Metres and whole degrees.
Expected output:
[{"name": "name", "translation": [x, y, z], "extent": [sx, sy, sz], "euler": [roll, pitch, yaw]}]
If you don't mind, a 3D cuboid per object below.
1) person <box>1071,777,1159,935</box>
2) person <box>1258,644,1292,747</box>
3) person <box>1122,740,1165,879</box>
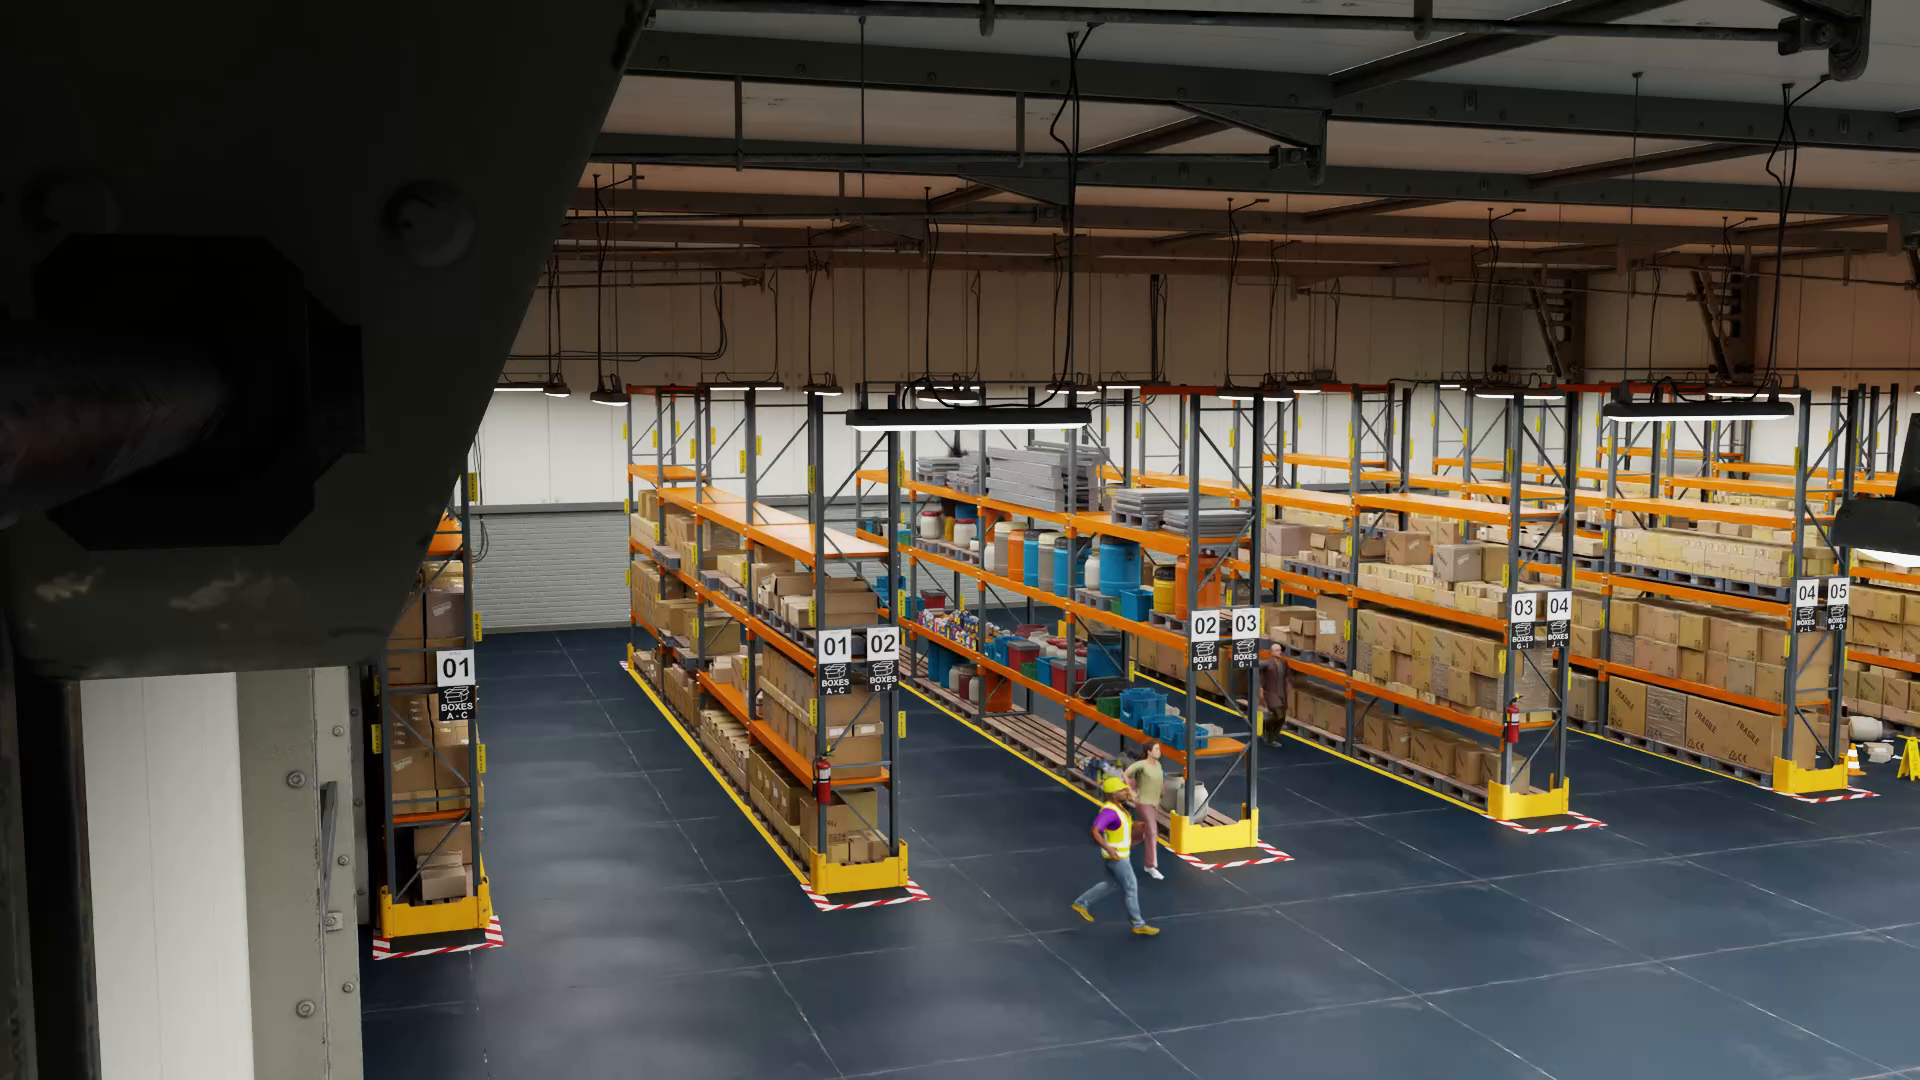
[{"name": "person", "translation": [1.741, 3.513, 18.584], "extent": [0.990, 1.746, 0.705], "euler": [1, 6, 6]}, {"name": "person", "translation": [5.278, 2.603, 27.742], "extent": [0.714, 1.736, 0.616], "euler": [-3, 7, -30]}, {"name": "person", "translation": [2.350, 3.354, 21.062], "extent": [0.890, 1.675, 0.608], "euler": [6, 8, 43]}]
